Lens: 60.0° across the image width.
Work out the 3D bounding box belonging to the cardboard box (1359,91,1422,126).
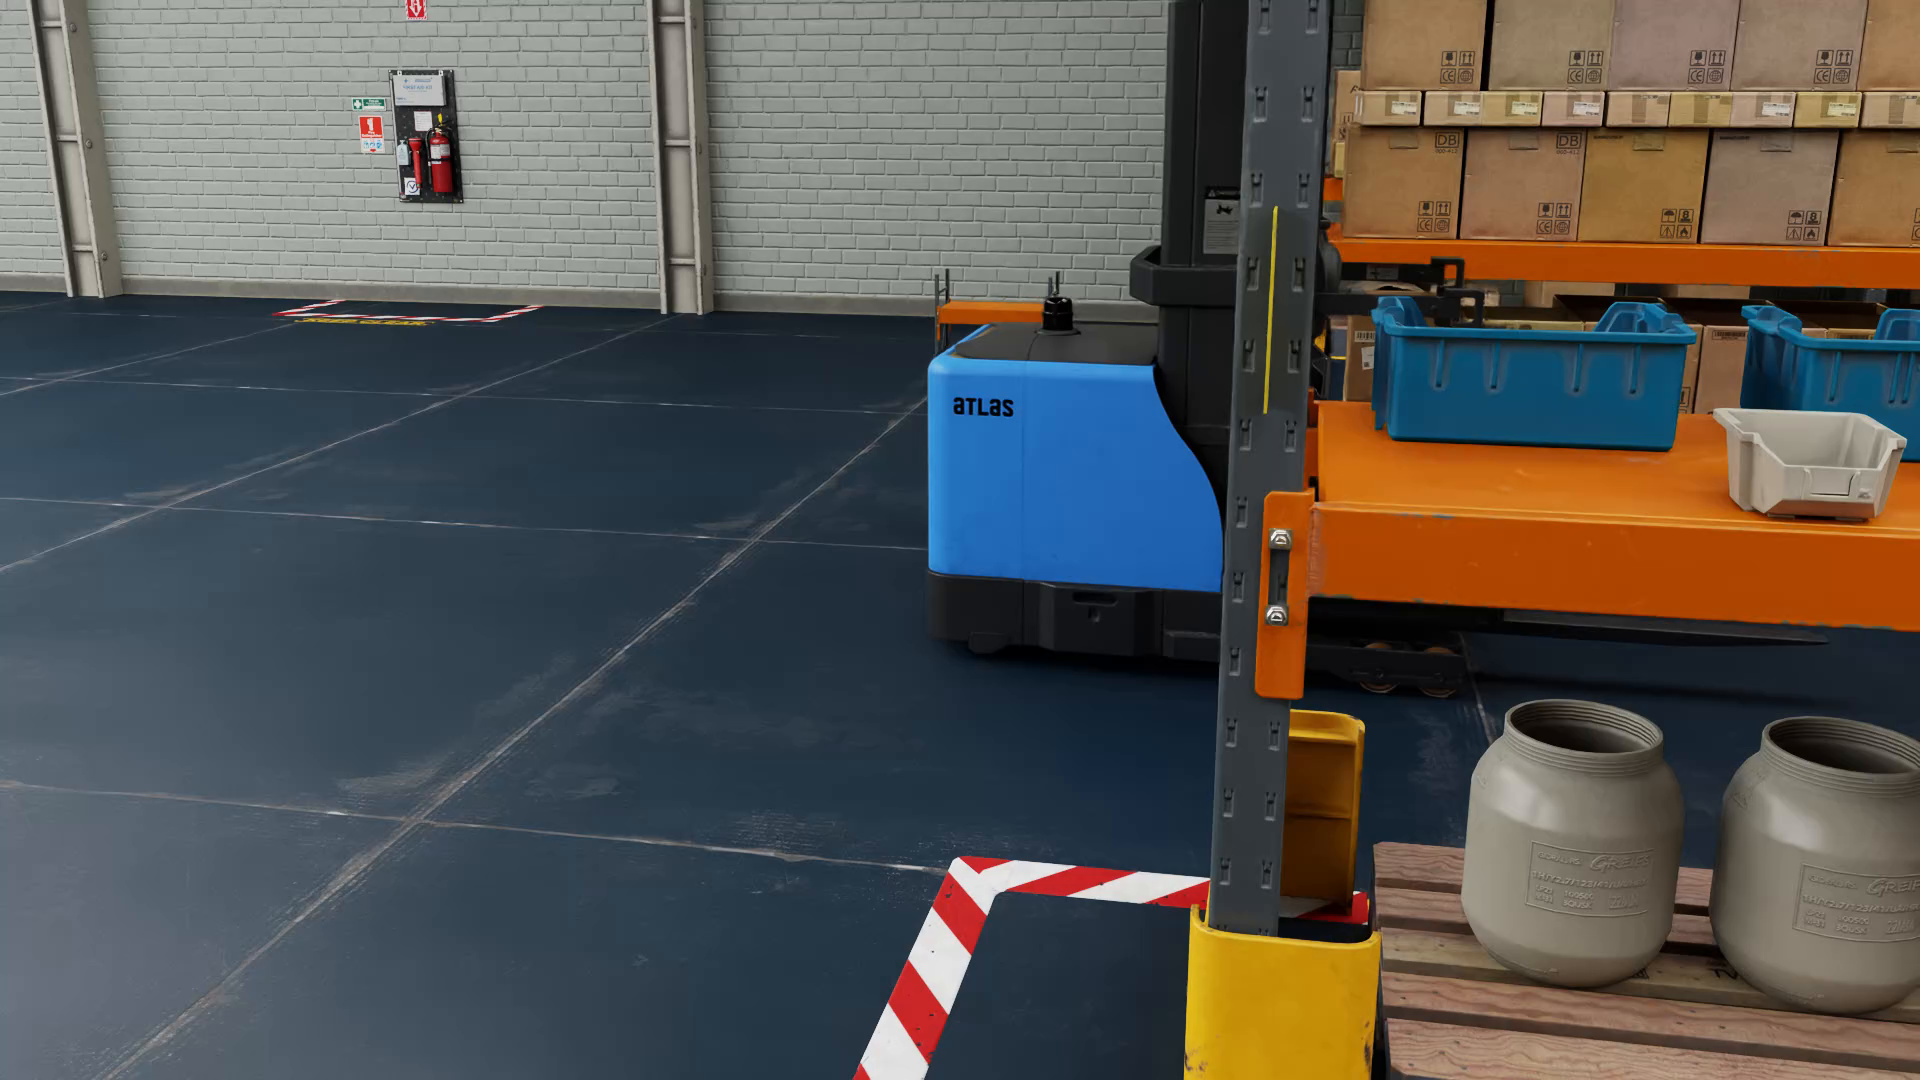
[{"bbox_3d":[1.951,-1.963,7.556,0.250,0.149,0.380,3,16,11],"label":"cardboard box"}]

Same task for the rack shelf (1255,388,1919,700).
[{"bbox_3d":[2.579,0.070,2.969,4.000,0.370,1.077,3,16,11],"label":"rack shelf"}]

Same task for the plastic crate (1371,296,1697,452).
[{"bbox_3d":[1.169,-0.364,3.464,0.616,0.251,0.499,3,16,11],"label":"plastic crate"}]

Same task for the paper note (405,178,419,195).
[{"bbox_3d":[-5.002,-3.228,15.176,0.142,0.148,0.016,3,16,11],"label":"paper note"}]

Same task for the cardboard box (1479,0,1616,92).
[{"bbox_3d":[2.633,-2.295,7.540,0.500,0.500,0.700,3,16,10],"label":"cardboard box"}]

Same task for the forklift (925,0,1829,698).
[{"bbox_3d":[1.446,-1.039,5.754,3.031,2.935,1.130,3,16,12],"label":"forklift"}]

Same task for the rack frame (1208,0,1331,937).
[{"bbox_3d":[0.619,-0.384,3.258,0.127,3.000,1.000,3,16,11],"label":"rack frame"}]

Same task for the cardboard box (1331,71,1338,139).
[{"bbox_3d":[3.097,-3.304,12.641,0.500,0.500,0.500,3,16,10],"label":"cardboard box"}]

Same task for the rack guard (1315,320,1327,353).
[{"bbox_3d":[2.667,-1.766,12.933,0.348,0.500,1.175,3,16,11],"label":"rack guard"}]

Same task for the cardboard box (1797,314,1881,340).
[{"bbox_3d":[4.053,-0.728,7.460,0.500,0.500,0.500,3,16,11],"label":"cardboard box"}]

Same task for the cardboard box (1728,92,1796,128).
[{"bbox_3d":[3.457,-1.881,7.260,0.250,0.149,0.380,3,16,12],"label":"cardboard box"}]

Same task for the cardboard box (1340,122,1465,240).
[{"bbox_3d":[2.064,-1.699,7.820,0.500,0.500,0.700,3,16,11],"label":"cardboard box"}]

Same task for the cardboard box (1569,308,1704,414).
[{"bbox_3d":[3.074,-0.782,7.654,0.500,0.500,0.500,3,16,11],"label":"cardboard box"}]

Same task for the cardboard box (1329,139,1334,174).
[{"bbox_3d":[3.090,-2.938,12.724,0.500,0.250,0.500,3,16,12],"label":"cardboard box"}]

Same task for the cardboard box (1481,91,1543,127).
[{"bbox_3d":[2.455,-1.936,7.459,0.250,0.149,0.380,3,16,11],"label":"cardboard box"}]

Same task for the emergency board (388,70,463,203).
[{"bbox_3d":[-4.842,-3.625,14.959,0.643,1.169,0.194,3,16,11],"label":"emergency board"}]

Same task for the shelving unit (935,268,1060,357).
[{"bbox_3d":[0.162,-0.569,7.300,0.503,1.200,0.258,3,16,11],"label":"shelving unit"}]

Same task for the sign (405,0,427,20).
[{"bbox_3d":[-4.830,-4.768,14.745,0.199,0.298,0.001,3,16,11],"label":"sign"}]

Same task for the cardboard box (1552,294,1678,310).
[{"bbox_3d":[3.177,-0.918,8.145,0.500,0.500,0.500,3,16,11],"label":"cardboard box"}]

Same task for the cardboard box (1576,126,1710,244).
[{"bbox_3d":[3.065,-1.645,7.622,0.500,0.500,0.700,3,16,11],"label":"cardboard box"}]

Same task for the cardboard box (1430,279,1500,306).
[{"bbox_3d":[3.812,-1.801,12.586,0.500,0.311,0.500,4,16,16],"label":"cardboard box"}]

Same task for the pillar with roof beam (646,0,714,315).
[{"bbox_3d":[-3.286,-5.248,9.582,0.400,9.000,9.100,3,16,11],"label":"pillar with roof beam"}]

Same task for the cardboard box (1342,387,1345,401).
[{"bbox_3d":[2.194,-0.605,8.422,0.500,0.250,0.500,3,16,11],"label":"cardboard box"}]

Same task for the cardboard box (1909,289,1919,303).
[{"bbox_3d":[7.237,-1.735,11.995,0.500,0.500,0.700,4,16,13],"label":"cardboard box"}]

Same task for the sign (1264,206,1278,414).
[{"bbox_3d":[0.505,-0.373,2.702,0.005,0.325,0.100,3,16,11],"label":"sign"}]

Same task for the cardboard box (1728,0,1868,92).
[{"bbox_3d":[3.618,-2.242,7.348,0.500,0.500,0.700,3,16,11],"label":"cardboard box"}]

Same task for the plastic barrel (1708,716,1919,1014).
[{"bbox_3d":[1.770,0.655,3.383,0.421,0.512,0.421,0,15,0],"label":"plastic barrel"}]

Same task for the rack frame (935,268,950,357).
[{"bbox_3d":[-0.077,-0.582,7.347,0.015,1.200,0.240,3,16,11],"label":"rack frame"}]

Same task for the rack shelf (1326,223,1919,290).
[{"bbox_3d":[3.569,-1.226,7.647,4.000,0.370,1.077,3,16,11],"label":"rack shelf"}]

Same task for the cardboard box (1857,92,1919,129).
[{"bbox_3d":[3.976,-1.853,7.162,0.250,0.149,0.380,4,16,13],"label":"cardboard box"}]

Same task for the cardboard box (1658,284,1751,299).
[{"bbox_3d":[5.488,-1.815,12.282,0.500,0.500,0.500,2,16,7],"label":"cardboard box"}]

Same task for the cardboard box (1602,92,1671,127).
[{"bbox_3d":[2.963,-1.908,7.359,0.250,0.149,0.380,3,16,9],"label":"cardboard box"}]

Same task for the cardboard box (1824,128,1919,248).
[{"bbox_3d":[4.084,-1.591,7.428,0.500,0.500,0.700,3,16,12],"label":"cardboard box"}]

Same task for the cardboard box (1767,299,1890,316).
[{"bbox_3d":[4.157,-0.865,7.954,0.500,0.500,0.500,3,16,11],"label":"cardboard box"}]

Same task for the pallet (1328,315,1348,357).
[{"bbox_3d":[3.456,-1.575,12.782,1.213,0.211,1.003,3,16,11],"label":"pallet"}]
